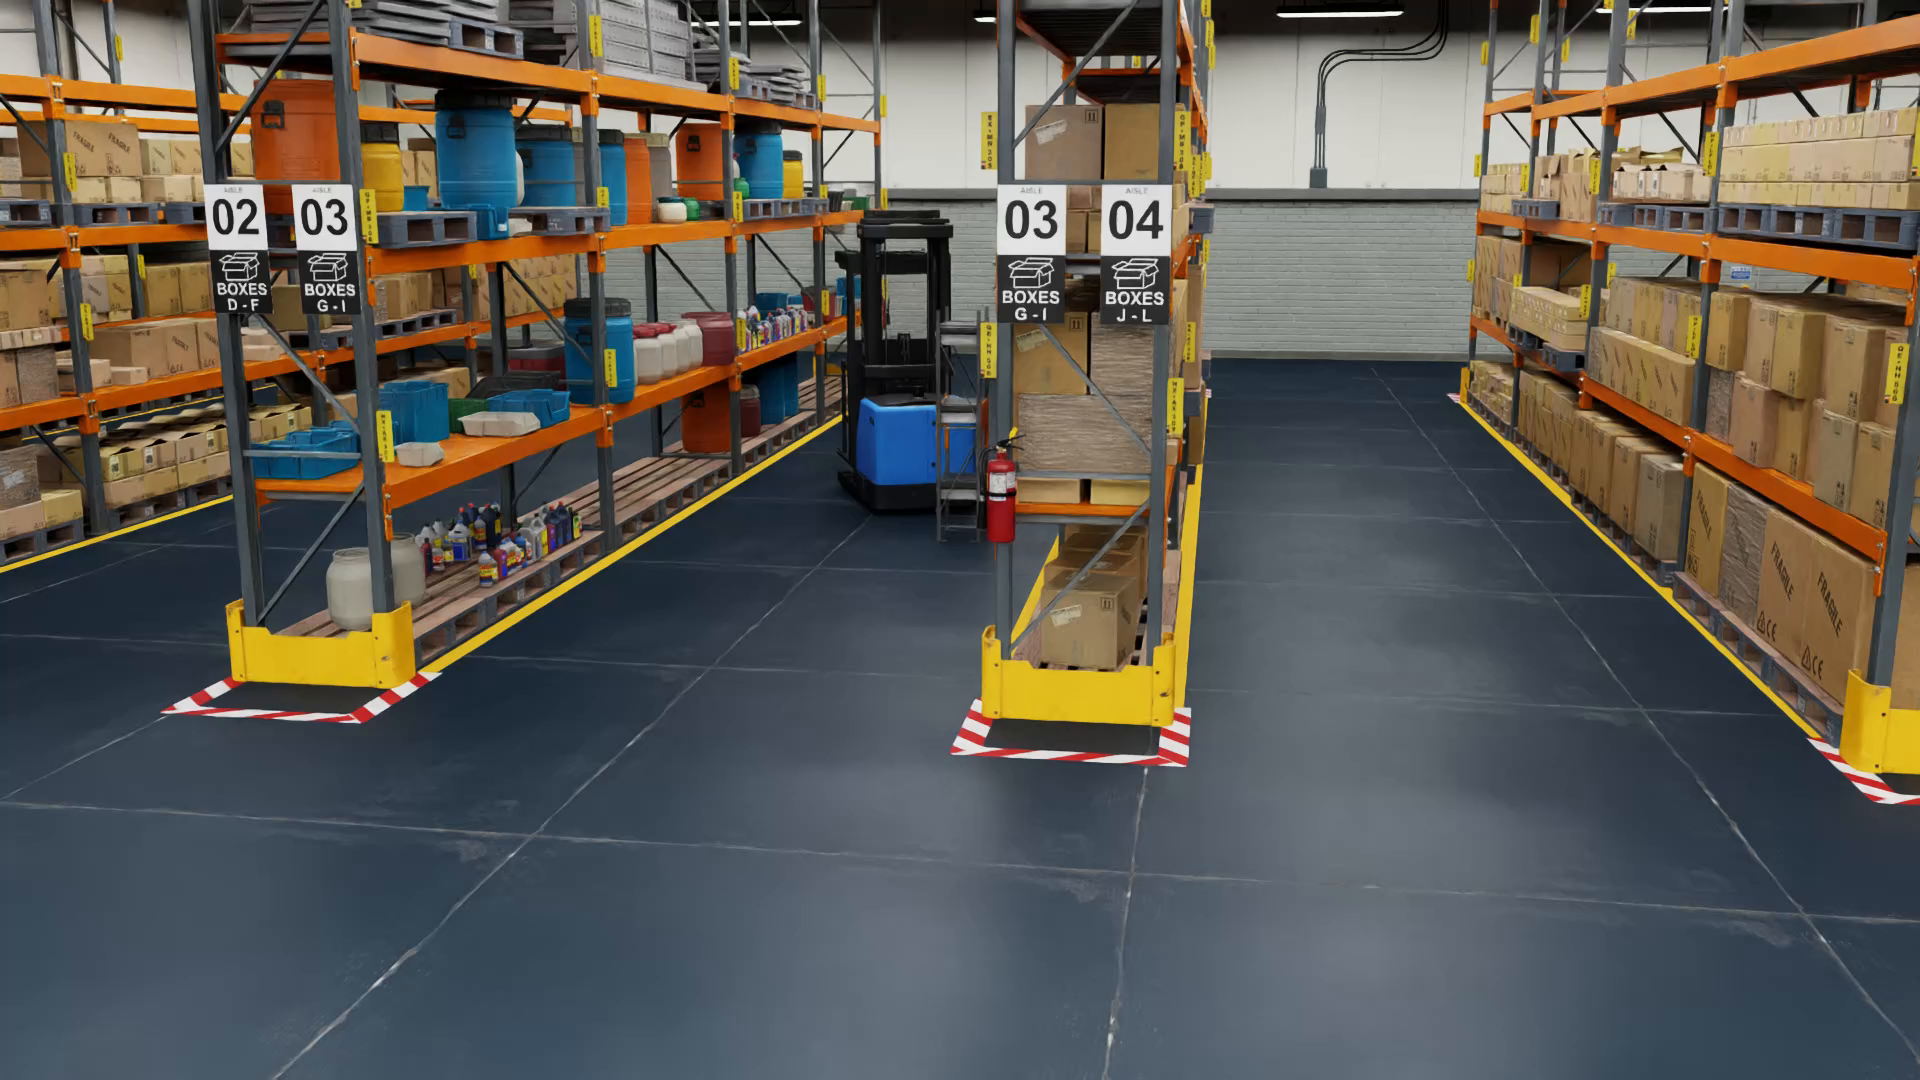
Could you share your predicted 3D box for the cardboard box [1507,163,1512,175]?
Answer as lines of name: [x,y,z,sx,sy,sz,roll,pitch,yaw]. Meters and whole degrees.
cardboard box: [7.399,-4.871,21.833,0.380,0.149,0.250,2,12,8]

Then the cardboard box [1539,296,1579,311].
cardboard box: [6.656,-2.621,18.478,0.380,0.149,0.250,2,12,11]

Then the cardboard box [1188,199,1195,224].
cardboard box: [1.974,-3.121,15.849,0.500,0.250,0.500,2,12,10]

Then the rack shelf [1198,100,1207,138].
rack shelf: [2.255,-4.845,19.029,1.077,0.370,4.000,2,12,9]

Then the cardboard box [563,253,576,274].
cardboard box: [-6.407,-4.466,26.244,0.500,0.500,0.500,2,12,8]

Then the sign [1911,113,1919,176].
sign: [5.068,-2.077,8.734,0.100,0.325,0.005,2,12,9]

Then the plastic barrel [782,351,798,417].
plastic barrel: [-2.432,-2.103,21.873,0.600,0.901,0.708,2,12,9]

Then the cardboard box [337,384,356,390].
cardboard box: [-7.849,-1.668,20.760,0.500,0.500,0.500,1,12,7]

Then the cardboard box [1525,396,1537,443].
cardboard box: [6.992,-1.422,19.665,0.500,0.500,0.500,2,12,11]

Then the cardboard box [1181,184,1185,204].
cardboard box: [1.466,-2.556,12.278,0.380,0.149,0.250,1,12,7]

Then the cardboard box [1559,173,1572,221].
cardboard box: [6.814,-3.712,17.998,0.500,0.500,0.500,2,12,9]

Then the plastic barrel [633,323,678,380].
plastic barrel: [-3.019,-1.872,16.496,0.433,0.535,0.433,0,12,0]

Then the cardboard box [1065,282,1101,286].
cardboard box: [0.936,-1.704,12.721,0.500,0.500,0.500,2,12,9]

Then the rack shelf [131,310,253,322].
rack shelf: [-11.813,-3.422,25.717,1.077,0.370,4.000,2,12,9]

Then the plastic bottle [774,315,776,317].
plastic bottle: [-2.333,-2.700,20.965,0.097,0.271,0.097,0,12,0]

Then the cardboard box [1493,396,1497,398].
cardboard box: [7.437,-1.866,22.559,0.380,0.149,0.250,2,12,10]

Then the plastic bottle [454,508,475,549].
plastic bottle: [-4.125,-0.097,13.825,0.144,0.351,0.185,1,12,6]

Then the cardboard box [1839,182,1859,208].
cardboard box: [5.436,-2.033,9.804,0.380,0.149,0.250,2,12,9]

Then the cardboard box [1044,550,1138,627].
cardboard box: [0.888,0.384,11.286,0.500,0.500,0.500,5,13,23]

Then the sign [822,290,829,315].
sign: [-1.788,-3.154,22.106,0.100,0.325,0.005,2,12,9]

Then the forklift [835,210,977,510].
forklift: [-0.695,-1.993,17.541,1.130,2.935,3.031,-3,13,-14]

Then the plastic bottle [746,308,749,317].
plastic bottle: [-2.810,-2.917,21.942,0.061,0.283,0.133,2,12,9]

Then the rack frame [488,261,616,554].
rack frame: [-3.562,-1.371,14.492,1.000,3.000,0.127,2,12,9]

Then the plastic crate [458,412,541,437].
plastic crate: [-3.561,-0.896,12.913,0.530,0.136,0.437,2,12,9]

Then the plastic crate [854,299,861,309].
plastic crate: [-1.663,-3.594,25.290,0.396,0.136,0.243,2,12,9]

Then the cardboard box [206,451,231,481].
cardboard box: [-7.913,-0.790,17.324,0.500,0.250,0.500,2,12,10]

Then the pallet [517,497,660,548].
pallet: [-3.480,-0.173,15.550,1.003,0.211,1.213,2,12,9]

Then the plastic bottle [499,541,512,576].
plastic bottle: [-3.538,0.142,12.905,0.097,0.271,0.097,0,12,0]

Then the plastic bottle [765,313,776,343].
plastic bottle: [-2.319,-2.581,20.224,0.144,0.351,0.185,2,12,9]

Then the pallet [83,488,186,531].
pallet: [-8.381,-0.324,16.252,1.003,0.211,1.213,2,12,9]

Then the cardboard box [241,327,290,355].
cardboard box: [-7.940,-2.247,18.769,0.500,0.311,0.500,3,12,12]

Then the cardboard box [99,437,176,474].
cardboard box: [-8.064,-0.850,16.271,0.500,0.311,0.500,2,12,8]

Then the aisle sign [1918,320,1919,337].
aisle sign: [5.295,-1.462,8.743,0.394,0.787,0.004,2,12,9]

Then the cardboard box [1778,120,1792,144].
cardboard box: [5.631,-2.687,10.946,0.380,0.149,0.250,2,12,9]

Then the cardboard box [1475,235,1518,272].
cardboard box: [7.732,-4.125,23.954,0.500,0.500,0.500,2,12,8]

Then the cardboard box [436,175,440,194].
cardboard box: [-6.905,-4.928,23.047,0.500,0.250,0.500,2,12,9]

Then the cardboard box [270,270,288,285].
cardboard box: [-11.574,-4.230,27.047,0.980,0.700,0.700,2,12,11]

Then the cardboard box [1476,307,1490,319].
cardboard box: [7.597,-3.239,23.754,0.380,0.149,0.250,2,12,7]

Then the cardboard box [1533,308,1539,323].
cardboard box: [6.694,-2.529,18.760,0.380,0.149,0.250,2,12,8]

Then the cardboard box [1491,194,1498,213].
cardboard box: [7.590,-4.618,22.792,0.500,0.250,0.500,1,12,7]

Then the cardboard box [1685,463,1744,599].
cardboard box: [6.052,-0.067,12.487,0.875,0.875,0.875,2,12,10]

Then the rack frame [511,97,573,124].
rack frame: [-6.610,-6.963,26.200,1.000,3.000,0.127,2,12,9]

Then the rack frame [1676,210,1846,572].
rack frame: [6.218,-1.029,12.904,1.000,3.000,0.127,2,12,9]

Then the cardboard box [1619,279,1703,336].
cardboard box: [6.677,-2.201,15.731,0.700,0.500,0.500,2,12,8]

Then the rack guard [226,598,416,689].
rack guard: [-4.212,0.666,10.972,1.175,0.500,0.348,2,12,9]

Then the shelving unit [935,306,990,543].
shelving unit: [0.025,-1.061,15.189,0.431,2.100,0.503,2,12,9]

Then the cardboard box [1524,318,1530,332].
cardboard box: [6.775,-2.495,19.305,0.380,0.149,0.250,1,12,6]

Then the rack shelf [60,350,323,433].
rack shelf: [-8.148,-1.597,17.248,1.077,0.370,4.000,2,12,9]

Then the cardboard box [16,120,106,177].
cardboard box: [-8.322,-3.624,15.407,0.500,0.500,0.500,2,12,9]

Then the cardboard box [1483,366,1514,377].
cardboard box: [7.602,-2.367,23.473,0.380,0.149,0.250,1,12,6]

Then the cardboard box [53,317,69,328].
cardboard box: [-12.132,-2.902,22.144,0.380,0.149,0.250,2,12,7]

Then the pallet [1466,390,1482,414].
pallet: [7.891,-1.980,23.936,1.003,0.211,1.213,2,12,9]

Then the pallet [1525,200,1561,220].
pallet: [7.091,-3.728,18.753,1.213,0.211,1.003,2,12,9]

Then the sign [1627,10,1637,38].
sign: [7.997,-6.144,19.807,0.100,0.325,0.005,2,12,9]
